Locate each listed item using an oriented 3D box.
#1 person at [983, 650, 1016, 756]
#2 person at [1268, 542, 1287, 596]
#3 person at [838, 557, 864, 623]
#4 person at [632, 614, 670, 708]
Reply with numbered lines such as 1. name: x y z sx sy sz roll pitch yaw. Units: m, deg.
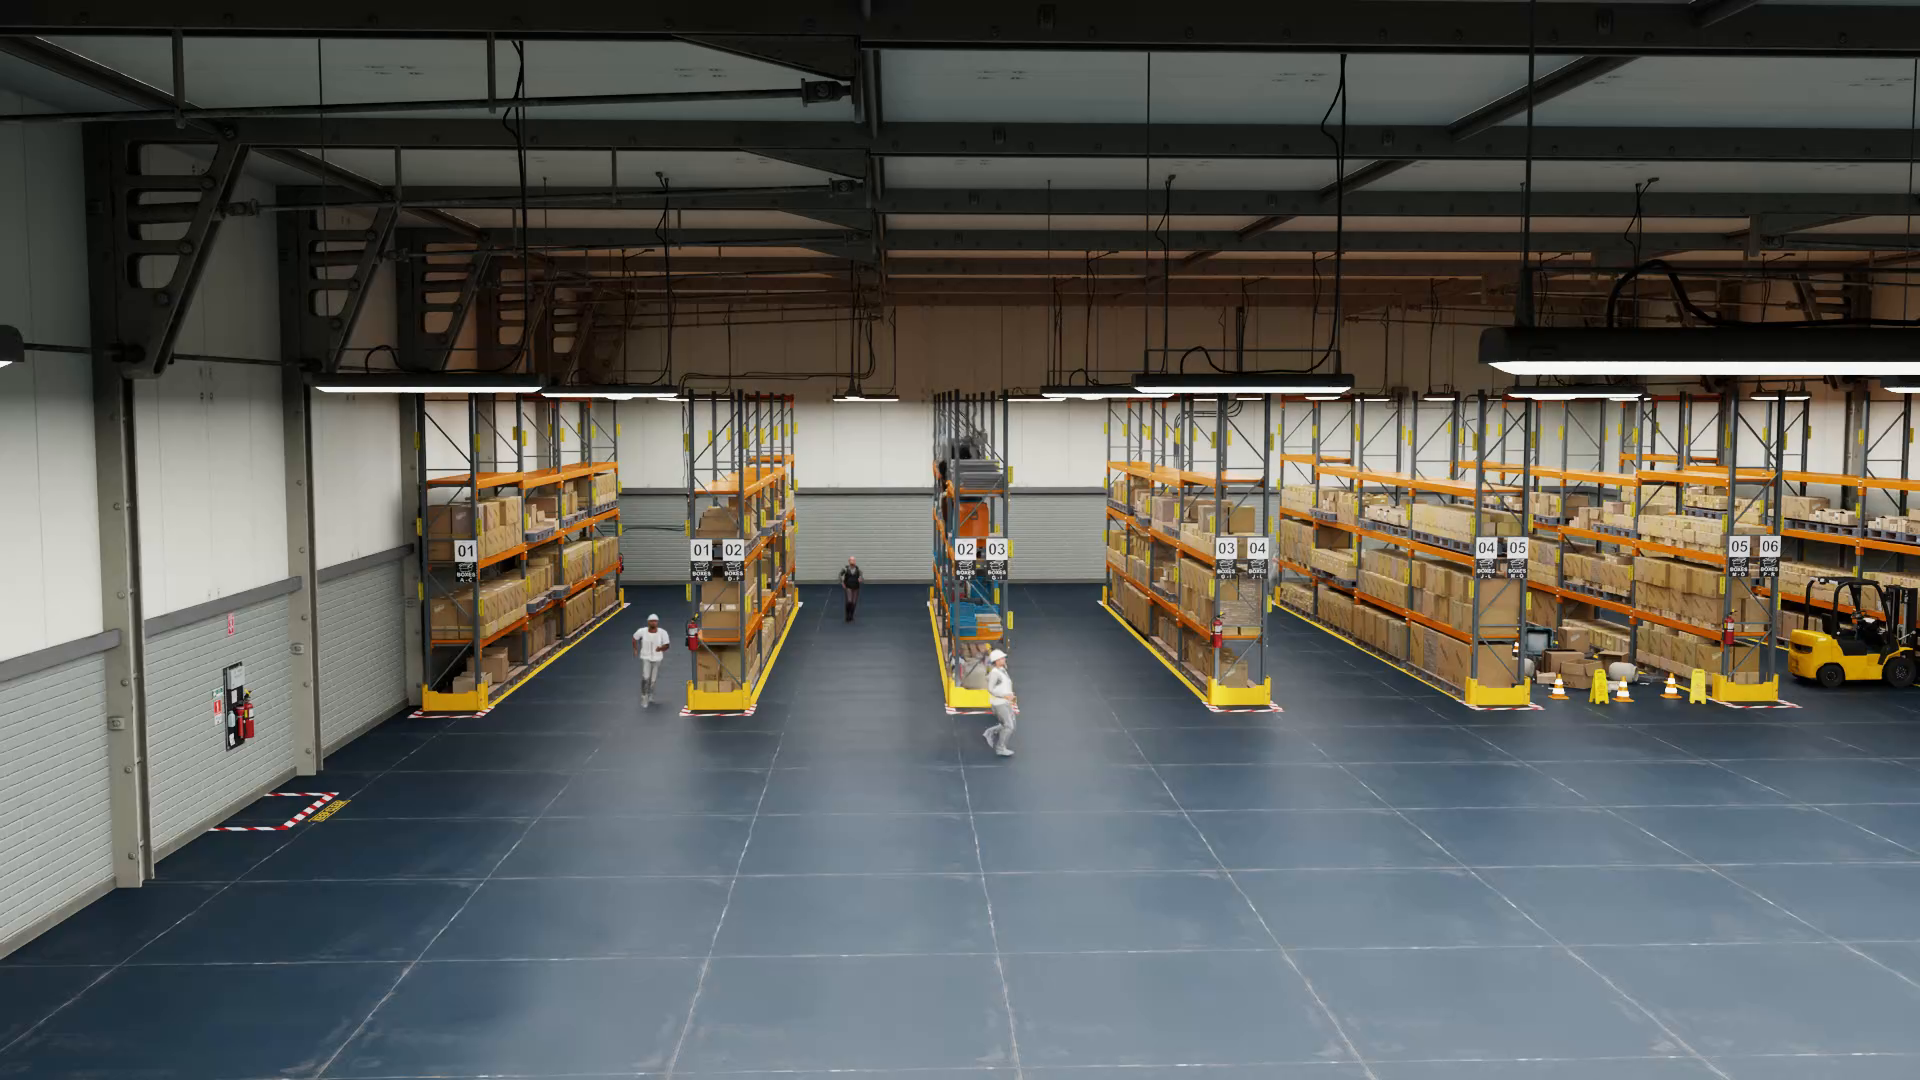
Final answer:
1. person: 0.650 2.650 27.131 0.609 1.722 0.657 1 5 16
2. person: 9.424 0.885 48.853 0.733 1.781 0.730 -1 5 -13
3. person: -2.842 1.308 43.765 0.633 1.740 0.728 -2 5 -18
4. person: -5.863 2.291 31.607 0.681 1.793 0.711 -1 5 -16
